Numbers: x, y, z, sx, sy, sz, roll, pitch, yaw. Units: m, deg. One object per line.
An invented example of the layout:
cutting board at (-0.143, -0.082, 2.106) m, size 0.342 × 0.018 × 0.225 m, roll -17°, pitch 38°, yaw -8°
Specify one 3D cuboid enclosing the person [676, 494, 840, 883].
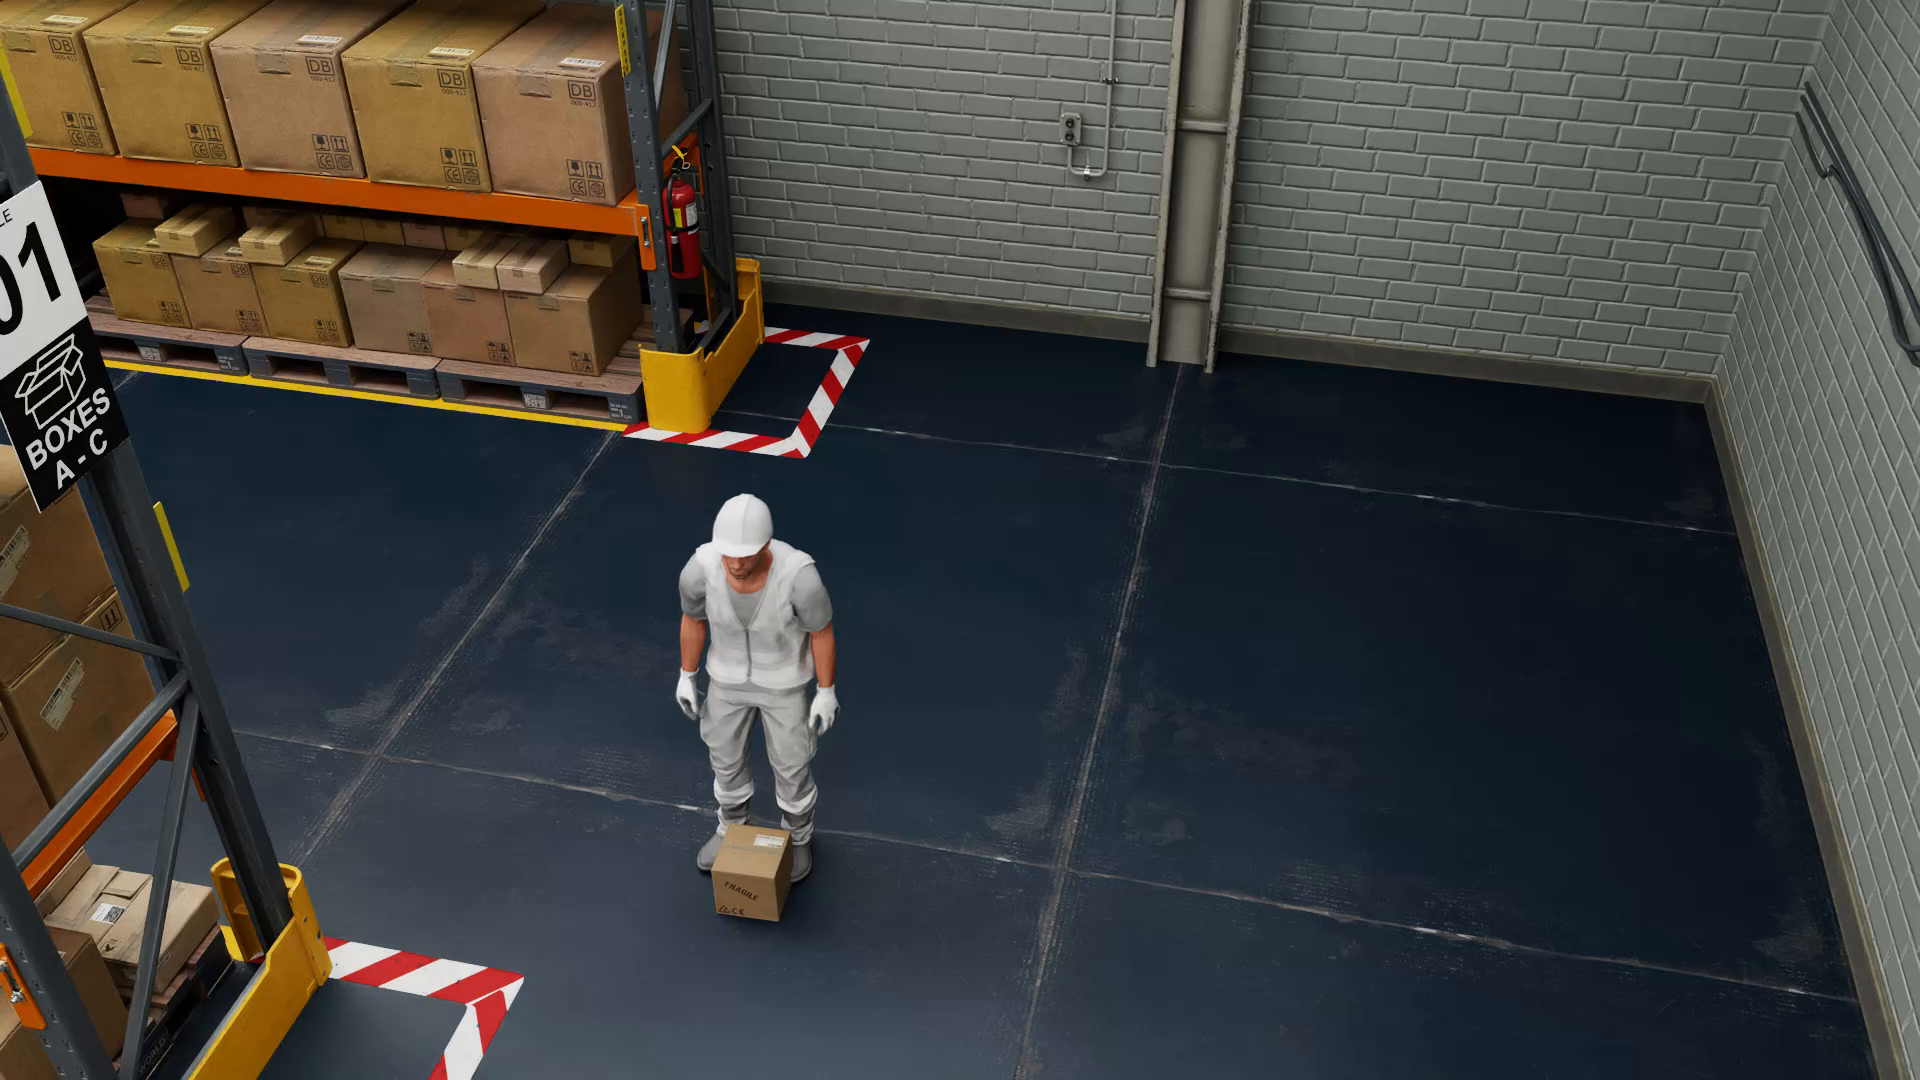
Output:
person at (-0.752, 0.548, 6.205) m, size 0.623 × 1.780 × 0.446 m, roll 6°, pitch 37°, yaw 8°
